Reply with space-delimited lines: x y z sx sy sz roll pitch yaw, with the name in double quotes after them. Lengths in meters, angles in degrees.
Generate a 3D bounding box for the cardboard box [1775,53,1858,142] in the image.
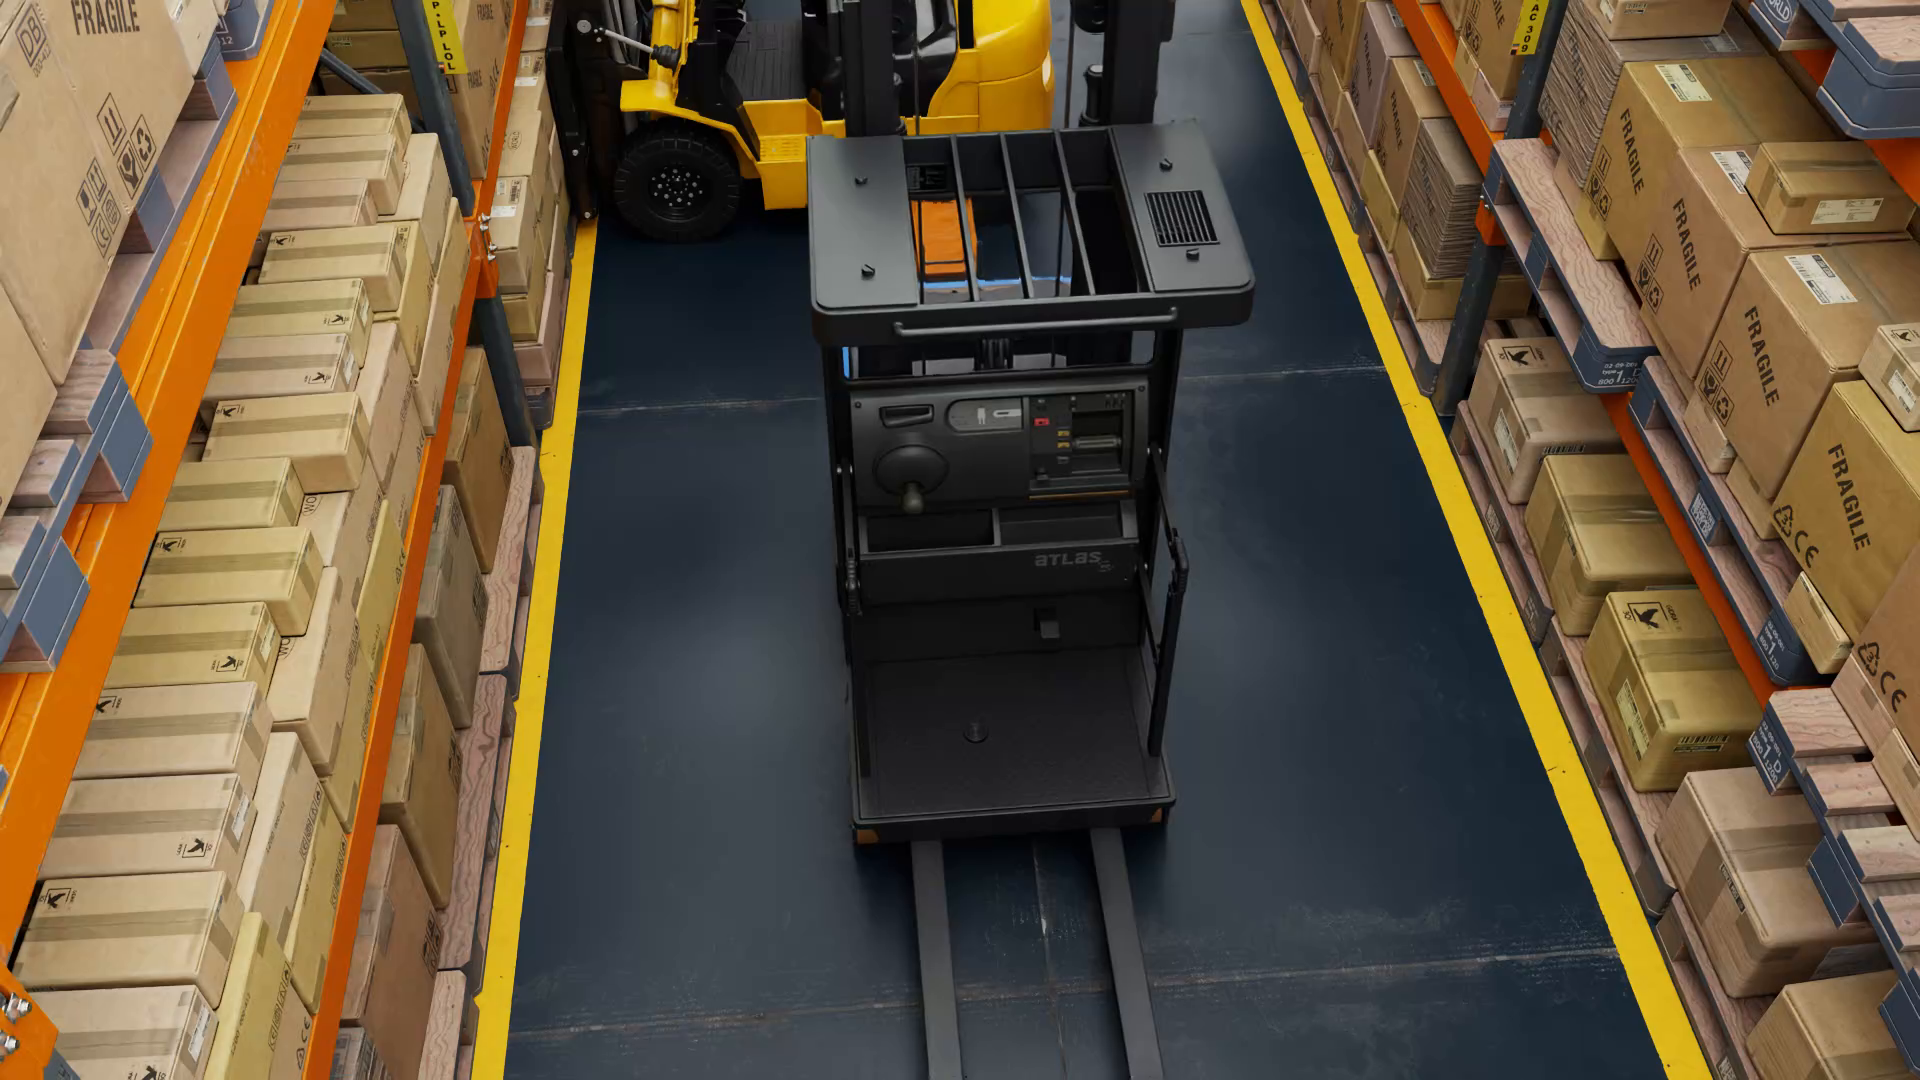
2.932 -1.252 5.443 0.500 0.500 0.500 -3 47 -3 "cardboard box"

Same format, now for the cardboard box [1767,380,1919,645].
2.544 -0.087 4.340 0.500 0.500 0.500 -6 47 -6 "cardboard box"

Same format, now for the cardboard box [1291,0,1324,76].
2.114 -2.772 9.051 0.500 0.250 0.500 -2 47 -2 "cardboard box"

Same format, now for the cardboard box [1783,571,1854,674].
2.484 0.214 4.502 0.380 0.149 0.250 -3 47 -3 "cardboard box"

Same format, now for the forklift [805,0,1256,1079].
0.147 -0.199 5.056 1.130 2.935 3.031 -4 47 -3 "forklift"

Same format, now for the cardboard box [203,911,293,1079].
-1.758 1.091 3.546 0.500 0.250 0.500 -4 47 -3 "cardboard box"

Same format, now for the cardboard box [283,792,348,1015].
-1.820 0.901 4.071 0.500 0.250 0.500 -4 47 -4 "cardboard box"

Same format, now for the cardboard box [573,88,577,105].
-2.174 -2.020 8.338 0.500 0.250 0.500 -2 47 -2 "cardboard box"

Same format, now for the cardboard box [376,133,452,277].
-2.028 -1.126 5.646 0.500 0.250 0.500 -4 47 -4 "cardboard box"

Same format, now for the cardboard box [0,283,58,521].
-1.807 -0.235 2.550 0.500 0.500 0.500 -3 47 -3 "cardboard box"

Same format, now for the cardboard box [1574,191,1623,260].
2.365 -1.107 5.753 0.380 0.149 0.250 -3 47 -2 "cardboard box"

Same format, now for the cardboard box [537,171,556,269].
-2.101 -1.449 7.453 0.500 0.250 0.500 -4 47 -4 "cardboard box"

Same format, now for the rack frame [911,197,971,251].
-0.077 -1.065 7.069 0.240 1.200 0.015 -4 47 -3 "rack frame"

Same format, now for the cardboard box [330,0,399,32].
-2.055 -1.953 5.950 0.380 0.149 0.250 -3 47 -2 "cardboard box"

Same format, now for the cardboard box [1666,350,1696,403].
2.464 -0.539 5.215 0.380 0.149 0.250 -3 47 -3 "cardboard box"

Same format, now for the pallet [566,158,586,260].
-2.454 -1.849 8.492 1.003 0.211 1.213 -3 47 -3 "pallet"

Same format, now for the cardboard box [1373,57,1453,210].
2.260 -1.886 7.695 0.500 0.500 0.500 -3 47 -3 "cardboard box"

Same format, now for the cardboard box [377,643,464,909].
-2.147 0.810 5.400 0.875 0.625 0.625 -5 47 -5 "cardboard box"

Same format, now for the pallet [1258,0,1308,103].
2.326 -2.940 9.525 1.003 0.211 1.213 -3 47 -3 "pallet"

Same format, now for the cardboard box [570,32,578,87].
-2.212 -2.541 8.487 0.500 0.250 0.500 -4 47 -4 "cardboard box"

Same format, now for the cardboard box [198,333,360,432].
-1.938 -0.446 4.727 0.380 0.149 0.250 -3 47 -3 "cardboard box"

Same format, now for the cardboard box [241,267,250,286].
-2.505 -0.718 5.260 0.500 0.250 0.500 -4 47 -4 "cardboard box"

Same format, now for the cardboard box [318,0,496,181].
-2.101 -1.716 6.377 0.500 0.500 0.500 -5 47 -4 "cardboard box"

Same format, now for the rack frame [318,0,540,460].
-2.324 -1.345 6.094 1.000 3.000 0.127 -3 47 -3 "rack frame"

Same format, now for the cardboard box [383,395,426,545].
-1.963 -0.220 5.132 0.500 0.250 0.500 -3 47 -3 "cardboard box"

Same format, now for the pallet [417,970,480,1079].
-2.019 1.910 4.932 1.003 0.211 1.213 -3 47 -3 "pallet"

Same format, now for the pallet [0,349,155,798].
-2.135 0.097 2.793 1.213 0.211 1.003 -2 47 -1 "pallet"

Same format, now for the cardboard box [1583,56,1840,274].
2.418 -1.211 5.405 0.500 0.500 0.500 -3 47 -3 "cardboard box"

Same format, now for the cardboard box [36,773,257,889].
-1.793 0.666 3.675 0.380 0.149 0.250 -2 47 -2 "cardboard box"

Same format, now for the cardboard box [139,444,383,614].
-1.918 -0.017 4.596 0.500 0.250 0.500 -3 47 -3 "cardboard box"

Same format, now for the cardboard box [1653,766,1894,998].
2.849 1.061 5.336 0.950 0.372 0.625 -4 47 -4 "cardboard box"

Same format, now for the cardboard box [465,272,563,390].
-2.035 -0.914 7.291 0.500 0.250 0.500 -3 47 -3 "cardboard box"

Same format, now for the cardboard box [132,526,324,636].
-1.841 0.110 4.201 0.380 0.149 0.250 -3 47 -2 "cardboard box"

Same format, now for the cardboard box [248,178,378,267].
-2.067 -1.003 5.255 0.380 0.149 0.250 -4 47 -3 "cardboard box"

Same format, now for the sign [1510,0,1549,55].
2.082 -1.909 6.032 0.100 0.325 0.005 -3 47 -3 "sign"

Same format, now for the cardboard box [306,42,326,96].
-2.631 -1.688 6.350 0.500 0.500 0.500 -4 47 -4 "cardboard box"

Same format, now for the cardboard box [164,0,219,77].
-1.865 -1.134 3.643 0.380 0.149 0.250 -4 47 -4 "cardboard box"

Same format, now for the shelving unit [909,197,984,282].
-0.056 -0.888 6.901 0.258 1.200 0.503 -4 47 -3 "shelving unit"

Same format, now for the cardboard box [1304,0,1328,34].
2.129 -3.005 8.754 0.500 0.500 0.500 -5 47 -5 "cardboard box"

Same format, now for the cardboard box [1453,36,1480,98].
2.263 -1.957 6.847 0.380 0.149 0.250 -3 47 -2 "cardboard box"

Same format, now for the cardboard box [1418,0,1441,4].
2.203 -2.512 7.373 0.380 0.149 0.250 -4 47 -4 "cardboard box"

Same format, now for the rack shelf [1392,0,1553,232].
2.454 -2.849 8.014 1.077 0.370 4.000 -3 47 -3 "rack shelf"

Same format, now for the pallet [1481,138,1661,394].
2.541 -1.022 5.920 1.003 0.211 1.213 -3 47 -3 "pallet"

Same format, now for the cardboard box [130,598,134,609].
-2.388 0.388 4.212 0.500 0.250 0.500 -4 47 -4 "cardboard box"

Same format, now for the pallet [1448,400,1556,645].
2.688 -0.127 6.862 1.003 0.211 1.213 -3 47 -3 "pallet"

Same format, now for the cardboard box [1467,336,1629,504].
2.668 -0.511 6.825 0.950 0.372 0.625 -3 47 -3 "cardboard box"

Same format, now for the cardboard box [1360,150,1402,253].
2.250 -1.644 7.982 0.500 0.250 0.500 -5 47 -4 "cardboard box"

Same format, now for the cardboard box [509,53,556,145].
-2.138 -1.987 7.618 0.500 0.250 0.500 -2 47 -2 "cardboard box"

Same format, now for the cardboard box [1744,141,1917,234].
2.502 -1.012 4.769 0.380 0.149 0.250 -1 47 -1 "cardboard box"

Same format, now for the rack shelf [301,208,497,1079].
-2.157 0.349 4.985 1.077 0.370 4.000 -3 47 -3 "rack shelf"
